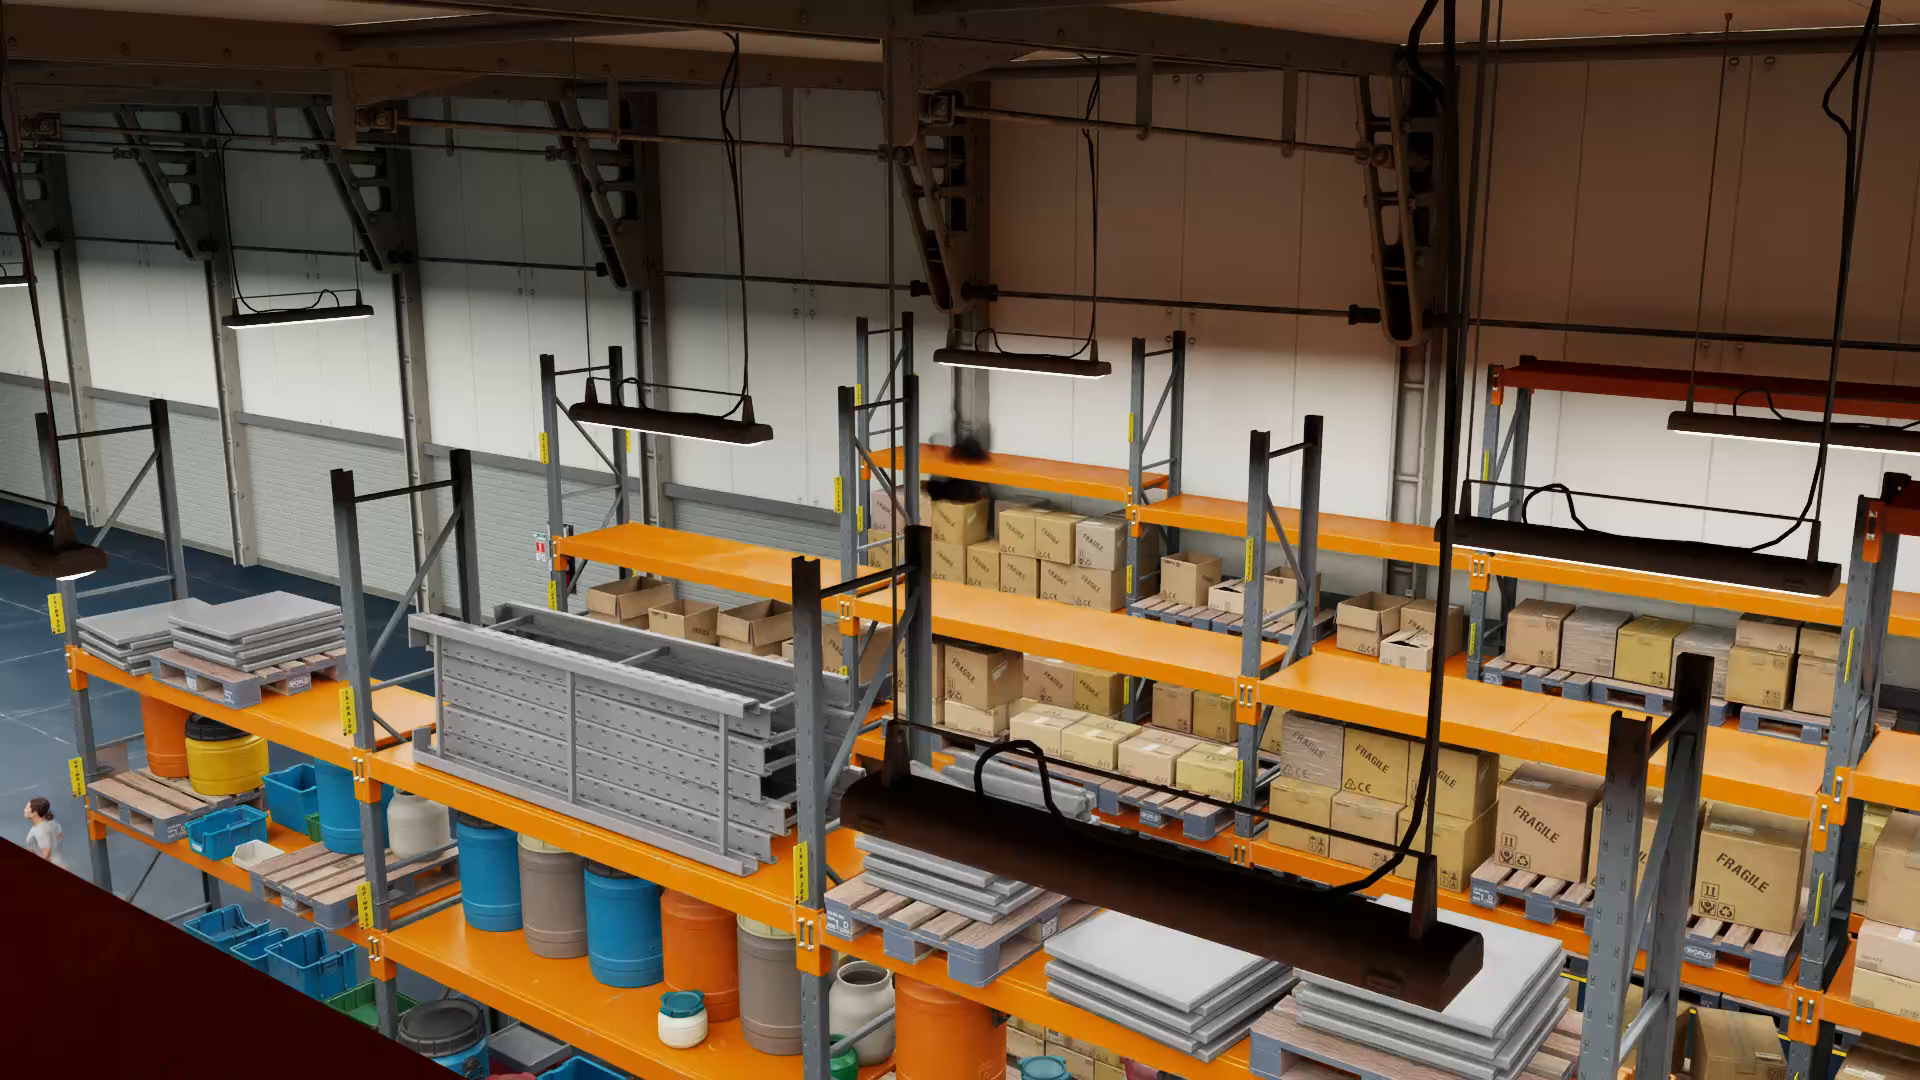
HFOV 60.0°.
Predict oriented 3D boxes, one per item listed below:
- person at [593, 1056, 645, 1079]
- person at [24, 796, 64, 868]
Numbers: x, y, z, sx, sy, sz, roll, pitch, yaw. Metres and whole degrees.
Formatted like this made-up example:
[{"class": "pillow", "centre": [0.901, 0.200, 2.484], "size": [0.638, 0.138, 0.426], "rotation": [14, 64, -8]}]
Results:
[{"class": "person", "centre": [-2.741, 4.118, 13.650], "size": [0.756, 1.822, 0.635], "rotation": [9, 16, 33]}, {"class": "person", "centre": [-9.353, 3.401, 17.015], "size": [0.582, 1.637, 0.555], "rotation": [-6, 15, -26]}]
